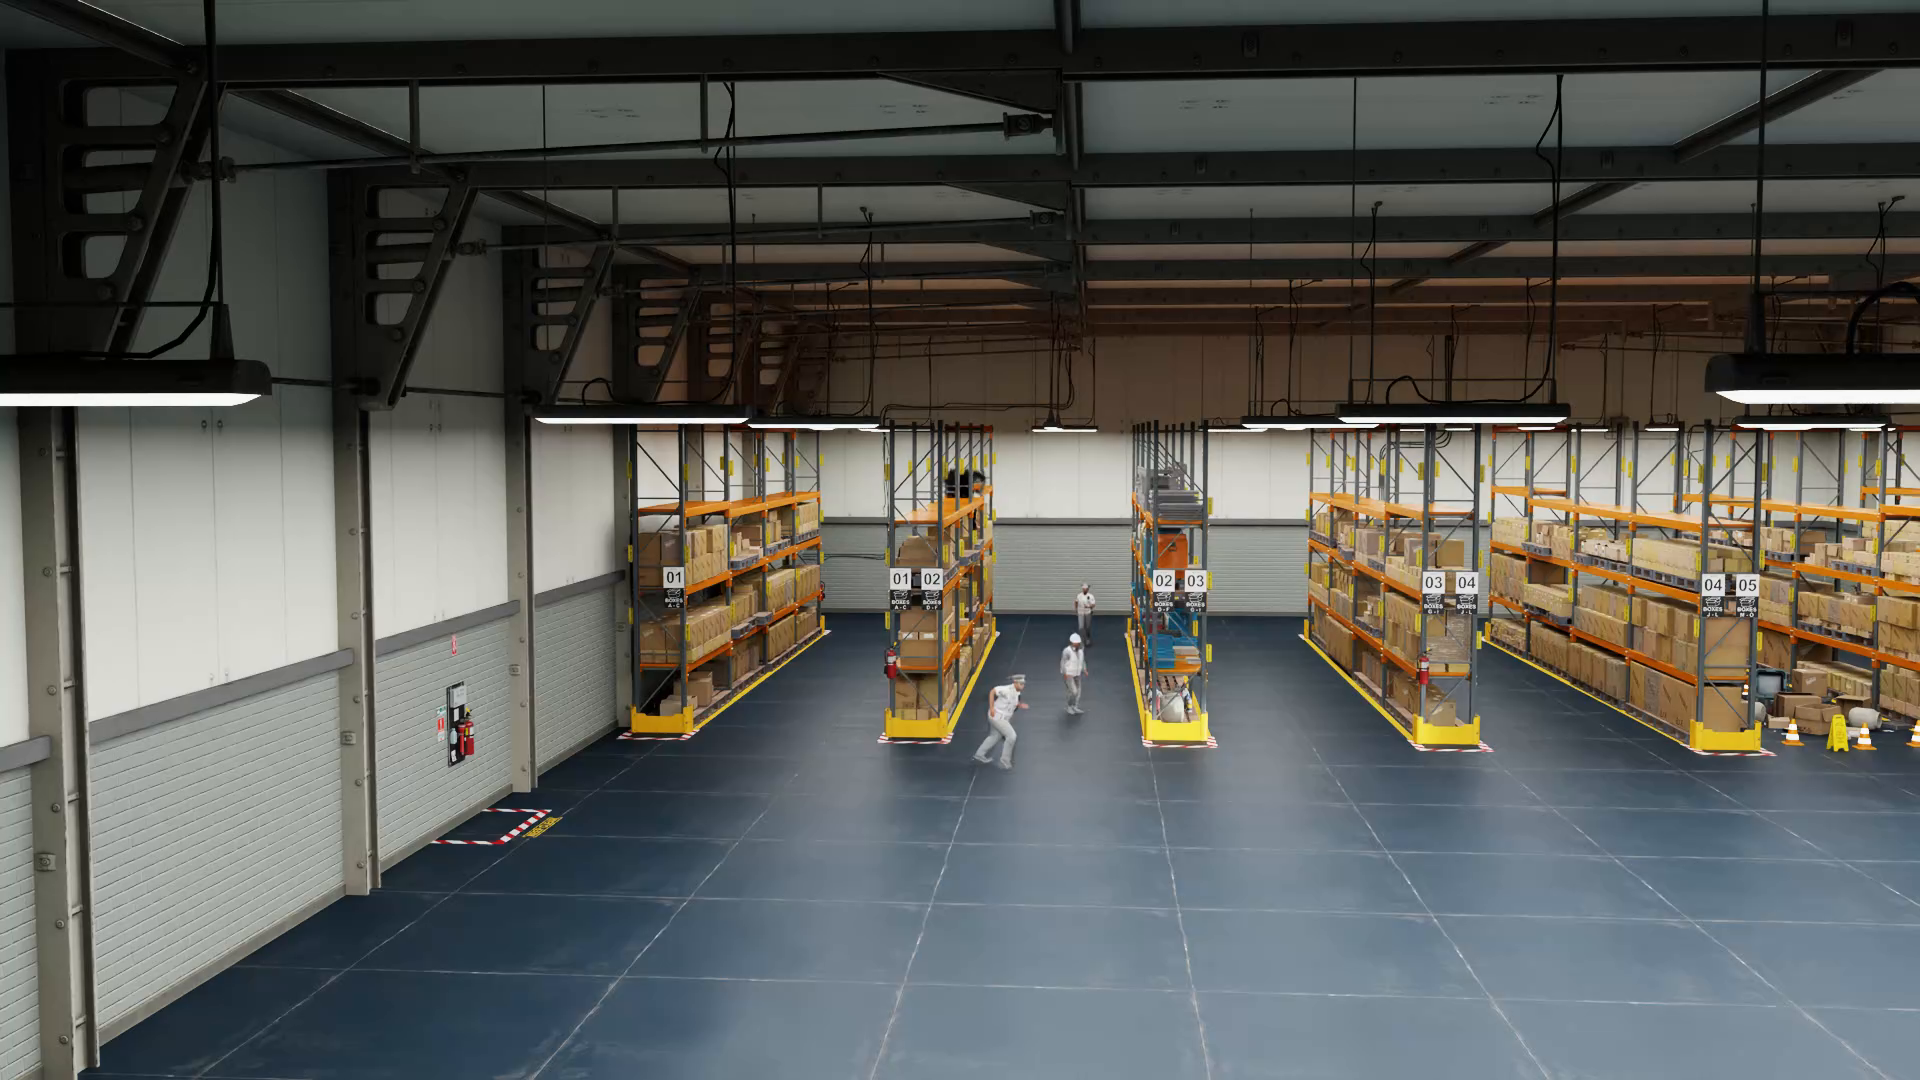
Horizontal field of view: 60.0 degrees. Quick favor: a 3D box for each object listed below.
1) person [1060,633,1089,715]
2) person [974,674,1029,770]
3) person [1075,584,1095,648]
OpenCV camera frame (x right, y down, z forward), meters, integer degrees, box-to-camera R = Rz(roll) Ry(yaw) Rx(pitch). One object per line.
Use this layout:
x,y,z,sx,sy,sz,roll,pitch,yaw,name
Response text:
2.316,2.718,33.951,0.666,1.687,0.641,-3,5,-40,person
0.680,3.134,28.536,1.022,1.702,0.705,2,4,26,person
3.375,2.031,44.938,0.566,1.733,0.817,0,4,7,person
